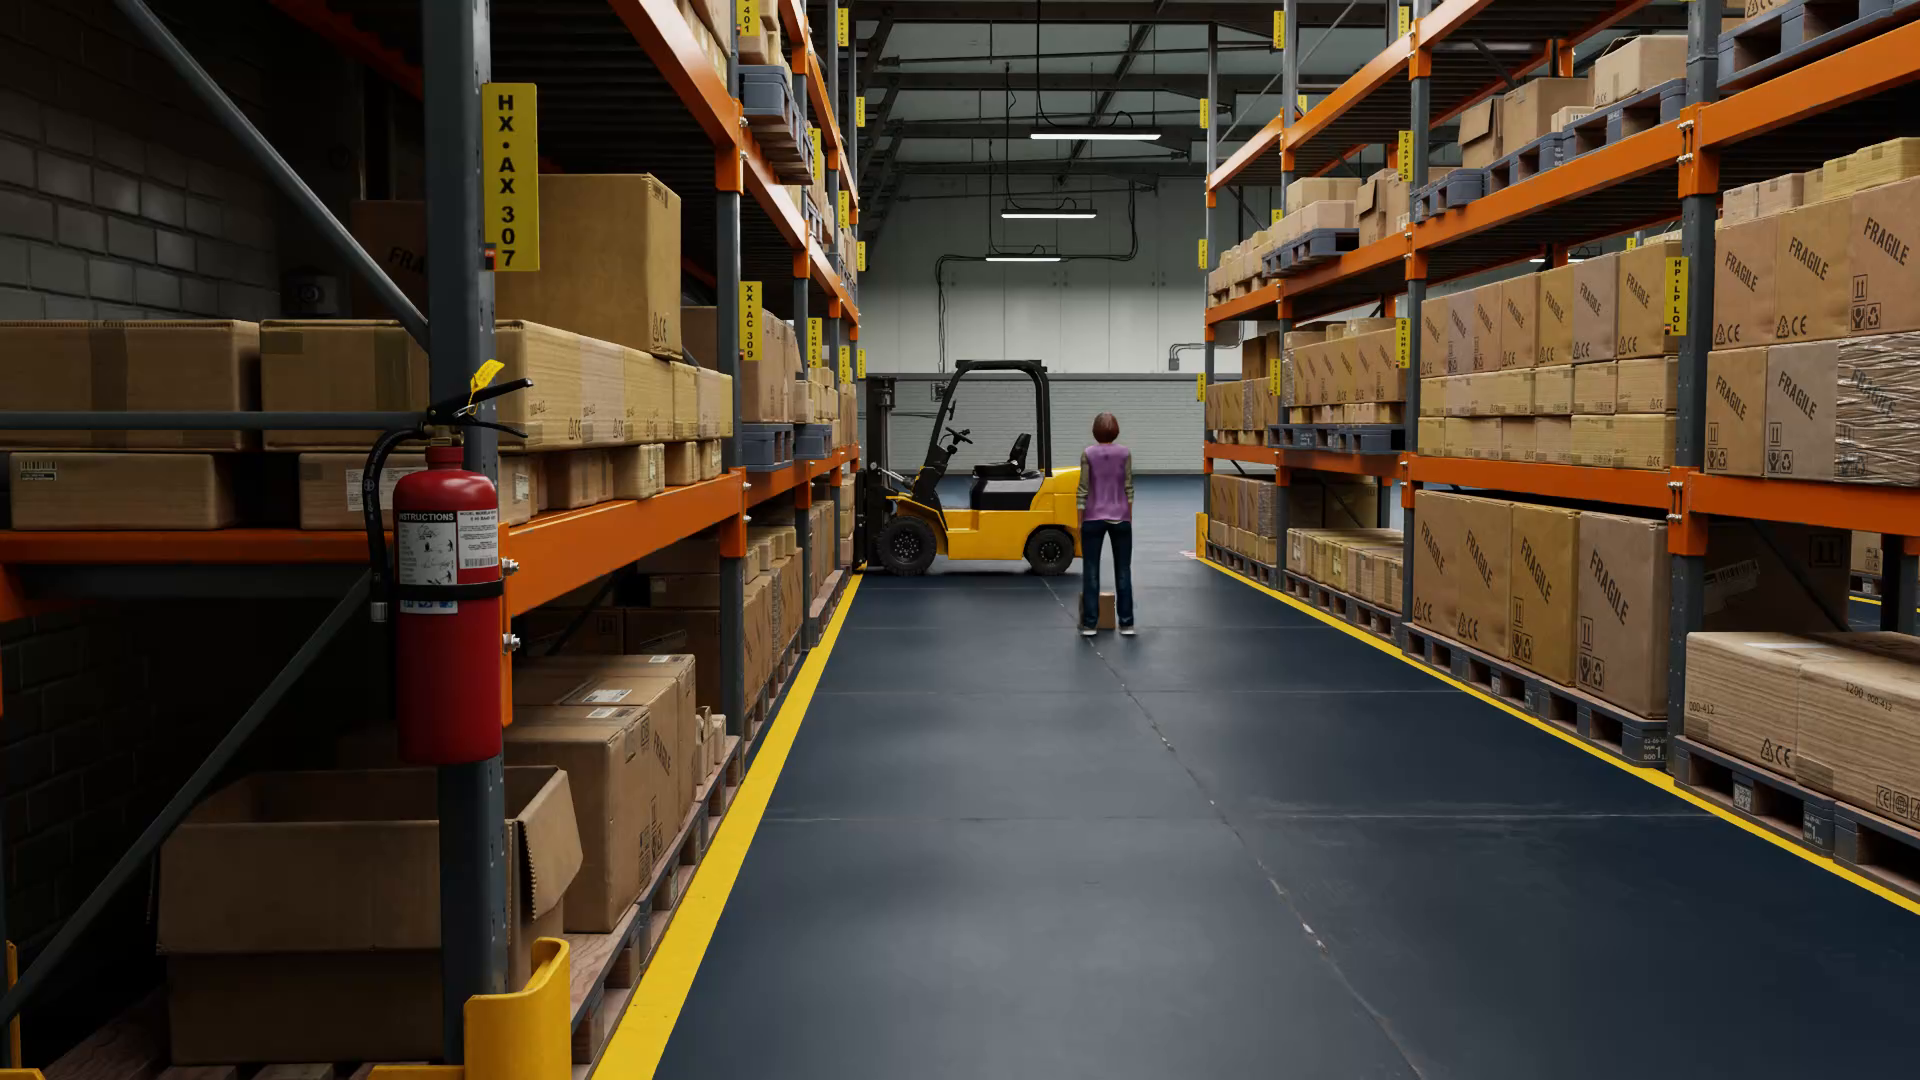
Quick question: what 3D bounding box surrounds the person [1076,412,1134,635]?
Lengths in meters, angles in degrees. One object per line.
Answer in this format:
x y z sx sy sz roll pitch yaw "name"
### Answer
1.037 -0.116 11.881 0.422 1.597 0.327 0 4 -1 "person"
